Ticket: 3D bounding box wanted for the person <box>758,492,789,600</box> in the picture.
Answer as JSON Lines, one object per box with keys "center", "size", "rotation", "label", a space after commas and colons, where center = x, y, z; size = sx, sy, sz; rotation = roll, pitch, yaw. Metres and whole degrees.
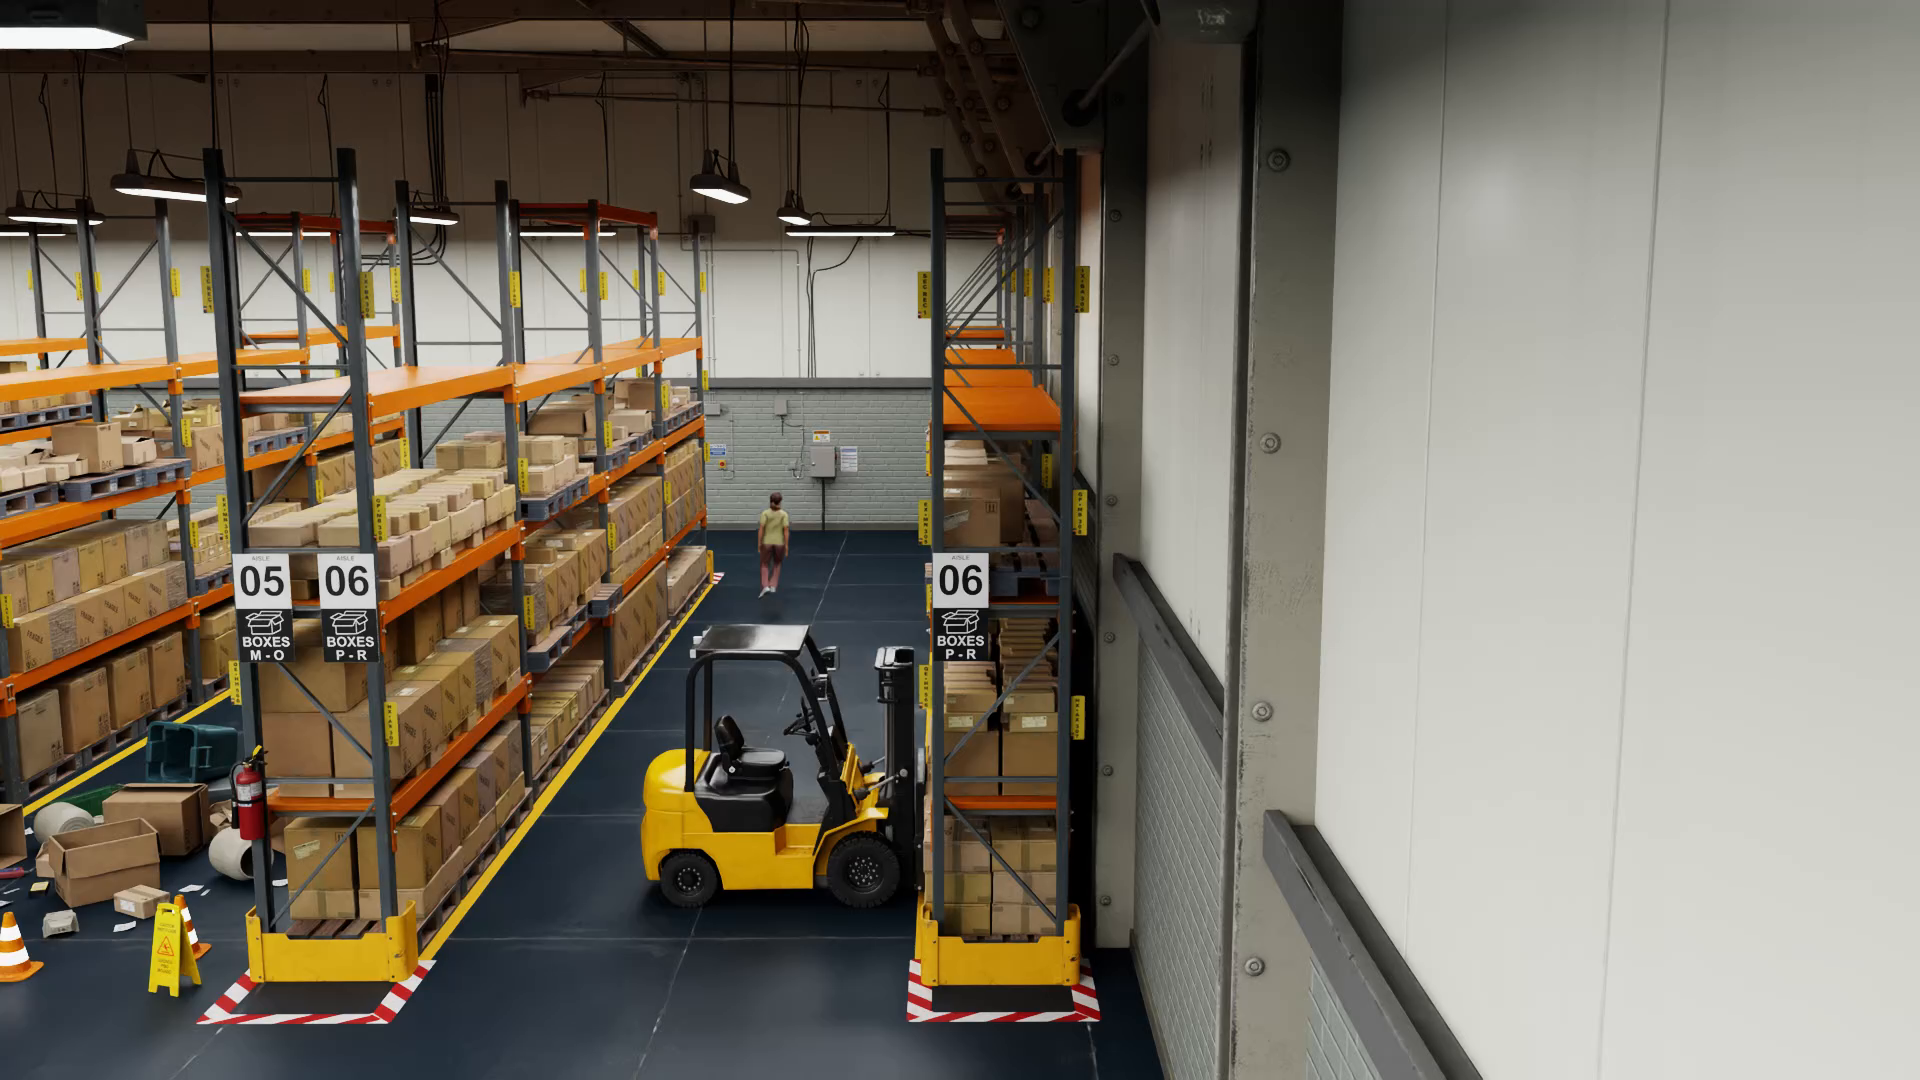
{"center": [-2.862, 0.088, 25.588], "size": [0.490, 1.654, 0.518], "rotation": [0, 9, -2], "label": "person"}
